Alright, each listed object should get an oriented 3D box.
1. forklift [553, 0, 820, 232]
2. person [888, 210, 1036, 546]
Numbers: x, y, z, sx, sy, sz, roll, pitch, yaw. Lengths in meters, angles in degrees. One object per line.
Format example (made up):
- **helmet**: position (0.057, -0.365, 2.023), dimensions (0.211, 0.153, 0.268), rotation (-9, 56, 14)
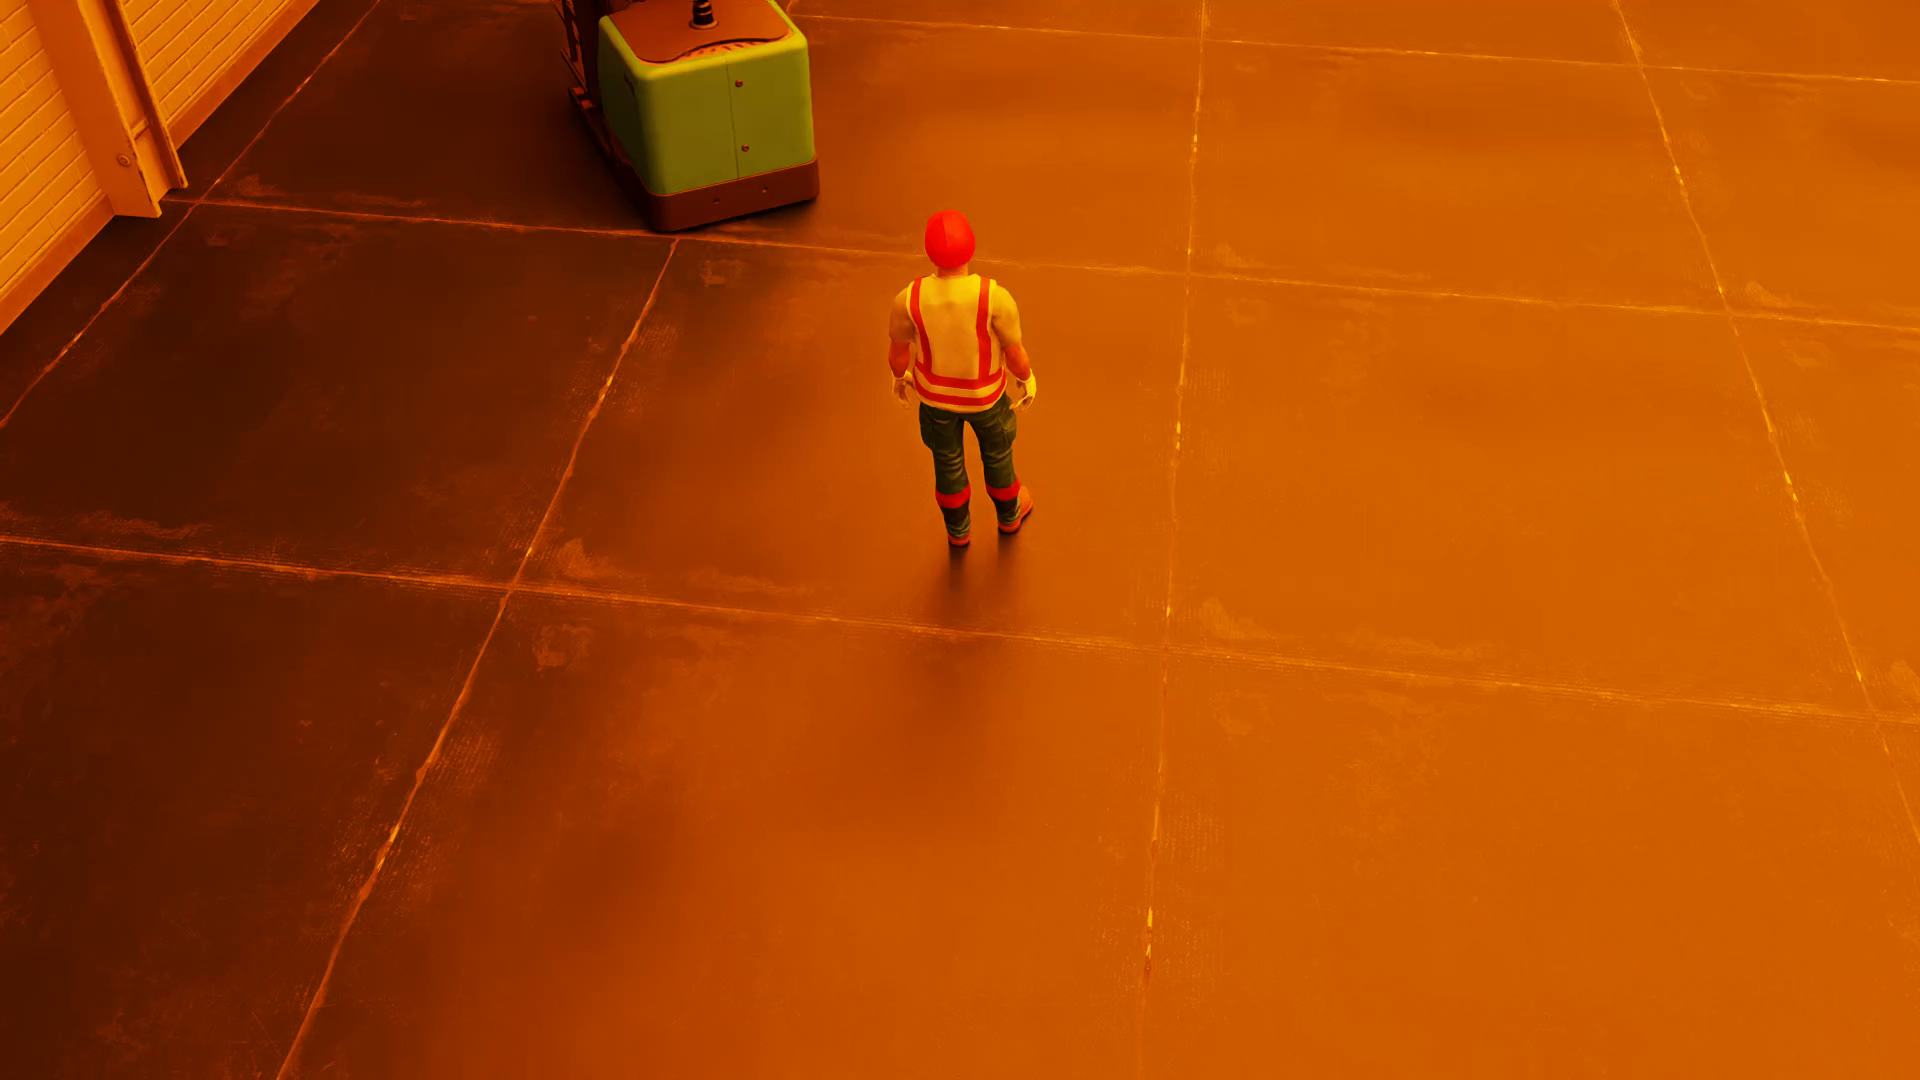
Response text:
- **forklift**: position (-1.925, -3.889, 9.958), dimensions (1.130, 2.935, 3.031), rotation (-17, 45, -18)
- **person**: position (0.023, -0.717, 7.339), dimensions (0.637, 1.790, 0.562), rotation (5, 43, 6)
